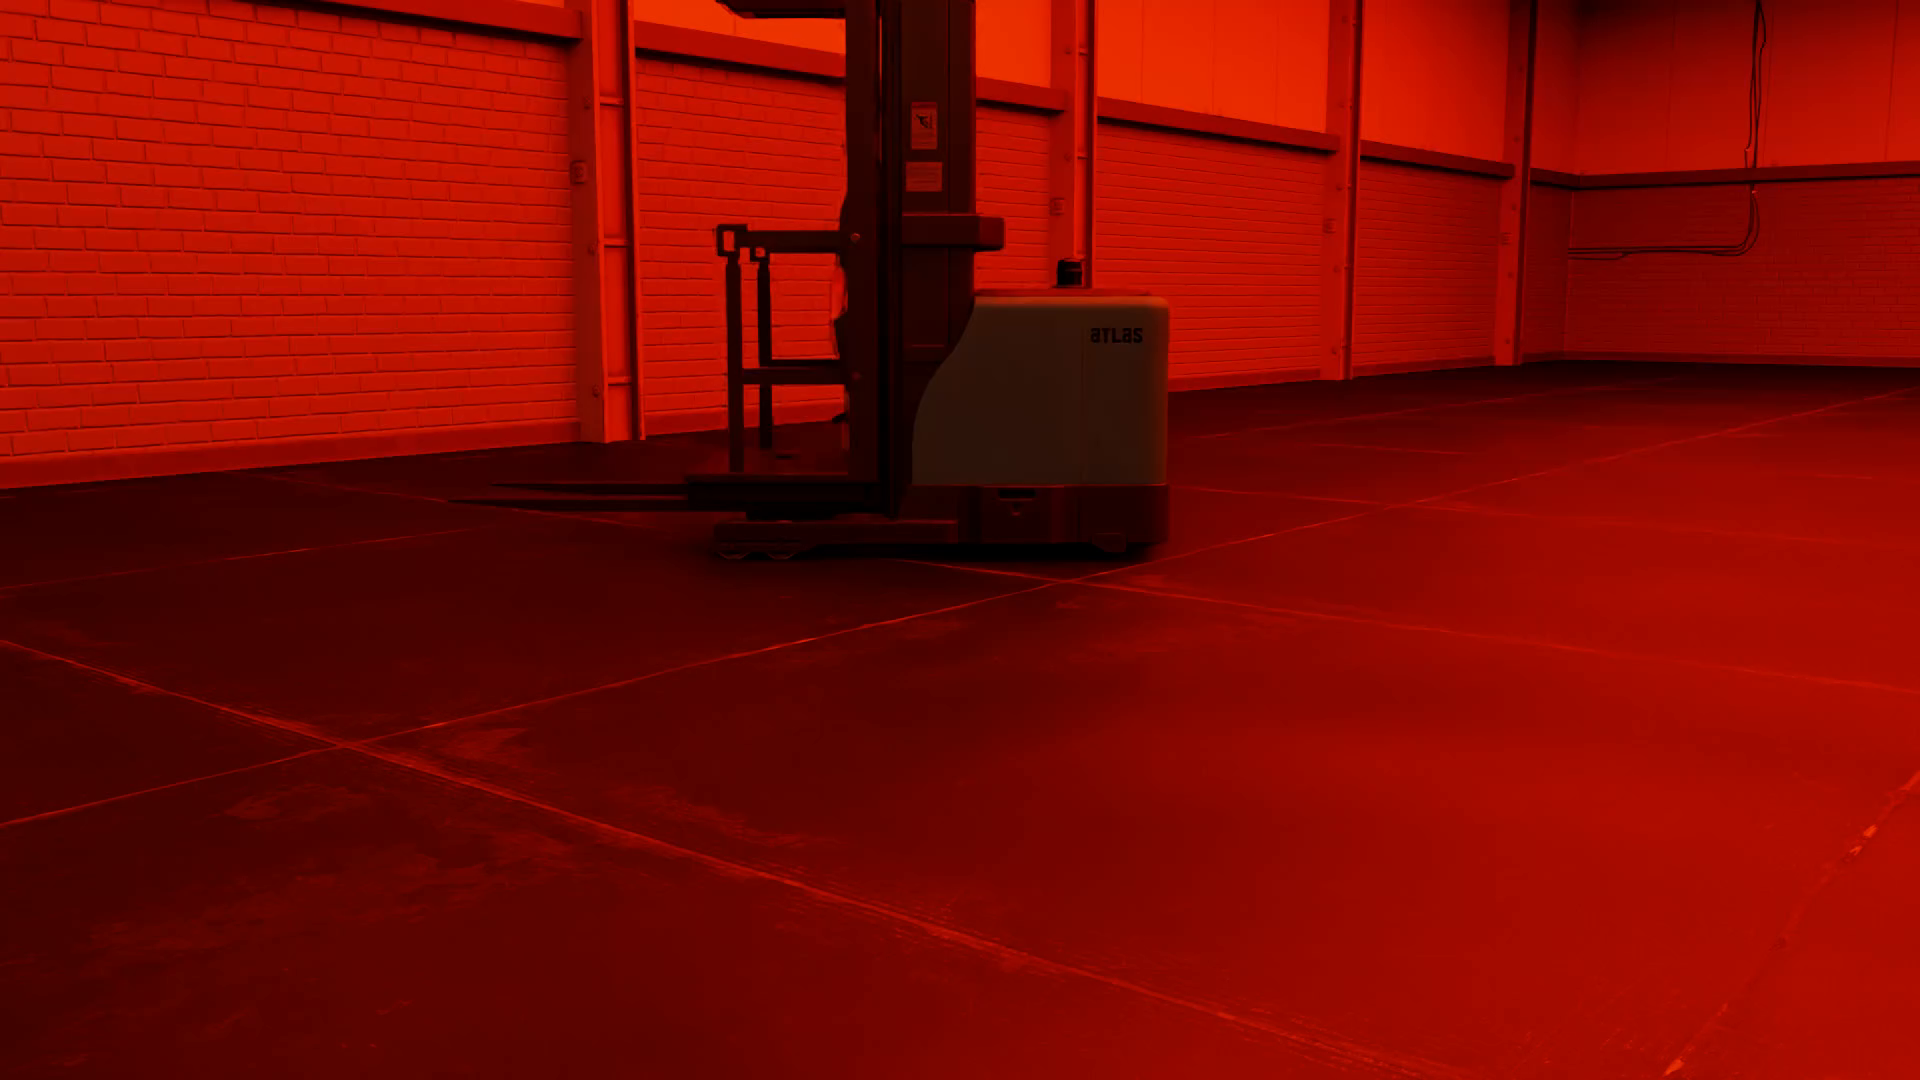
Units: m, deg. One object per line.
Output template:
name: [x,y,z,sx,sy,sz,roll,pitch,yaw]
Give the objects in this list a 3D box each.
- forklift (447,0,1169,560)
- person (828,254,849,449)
forklift: [-0.646,-1.444,7.148,3.031,2.935,1.130,0,8,0]
person: [-0.371,-1.088,8.626,0.640,1.781,0.574,-1,8,-7]
